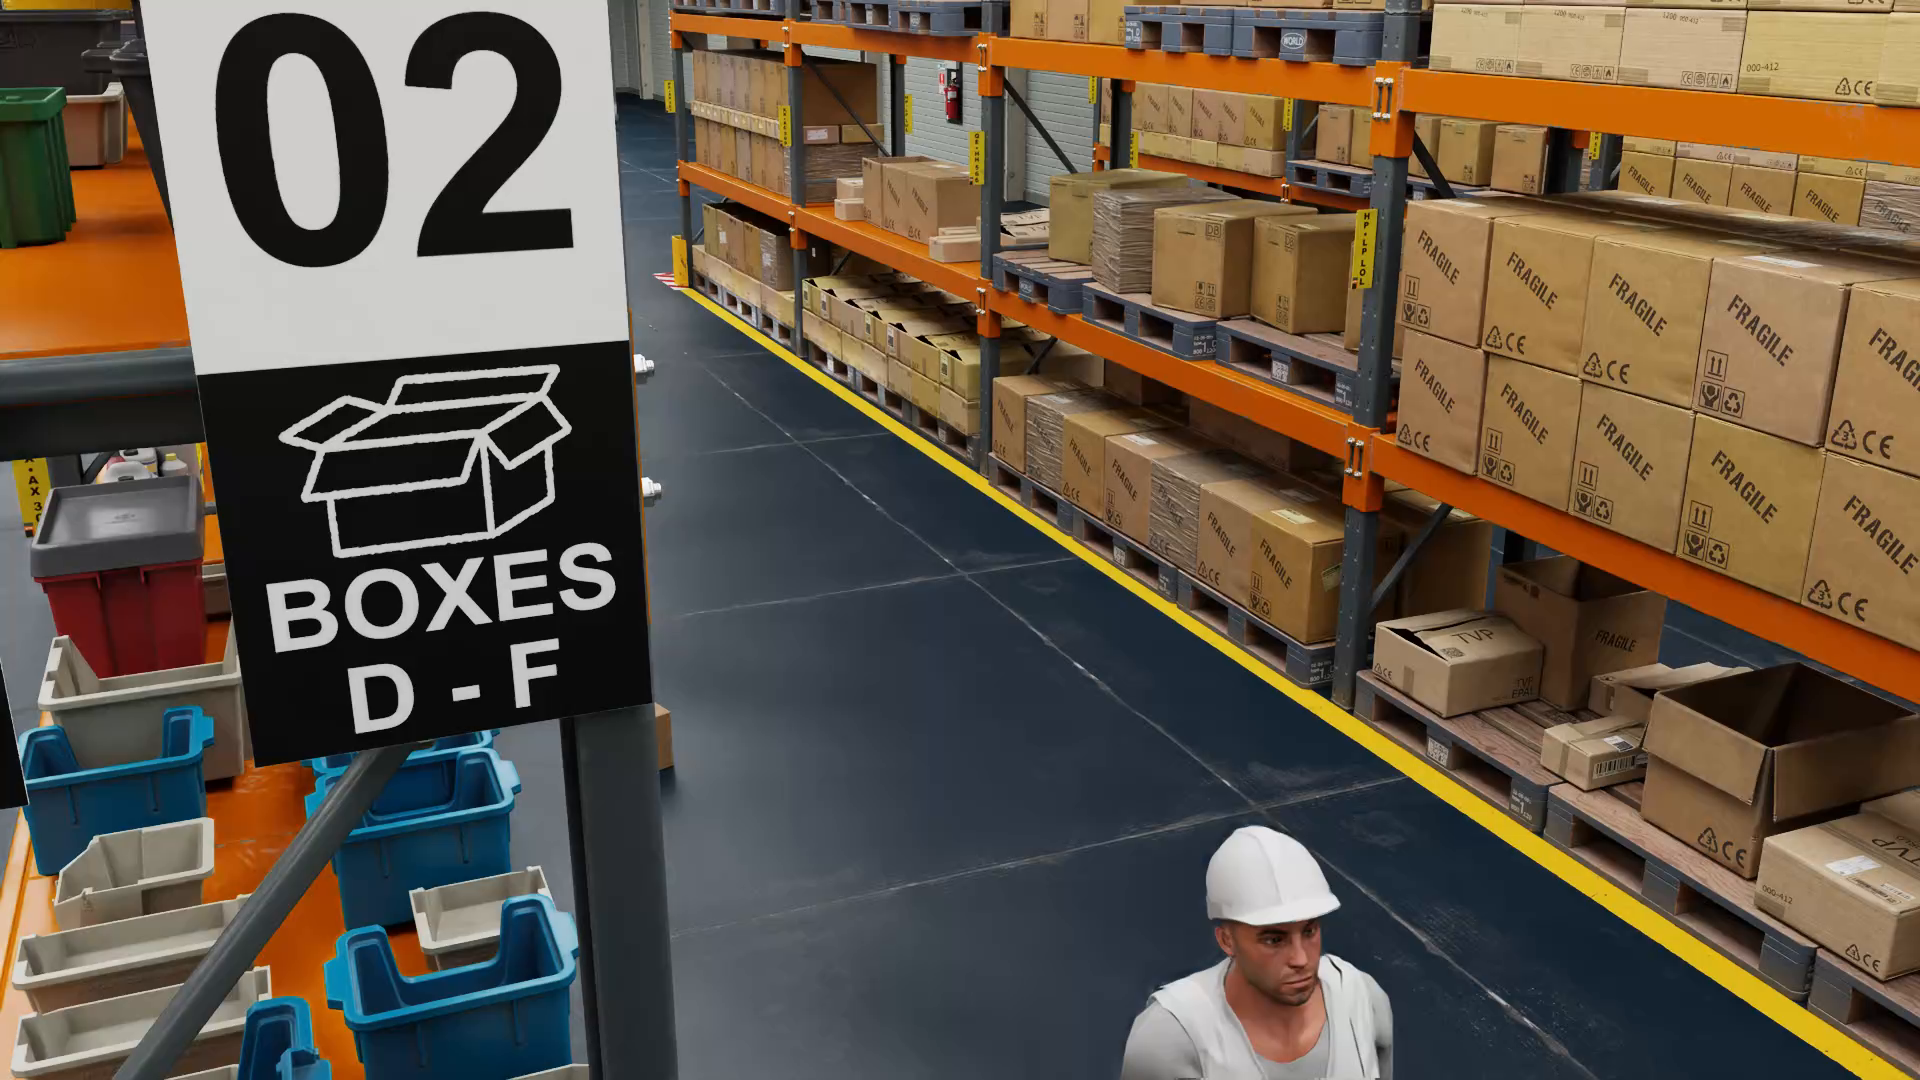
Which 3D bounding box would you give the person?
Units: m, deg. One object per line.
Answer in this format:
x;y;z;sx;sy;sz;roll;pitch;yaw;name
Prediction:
0.539;1.328;3.022;0.537;1.779;0.515;-5;19;-15;person
